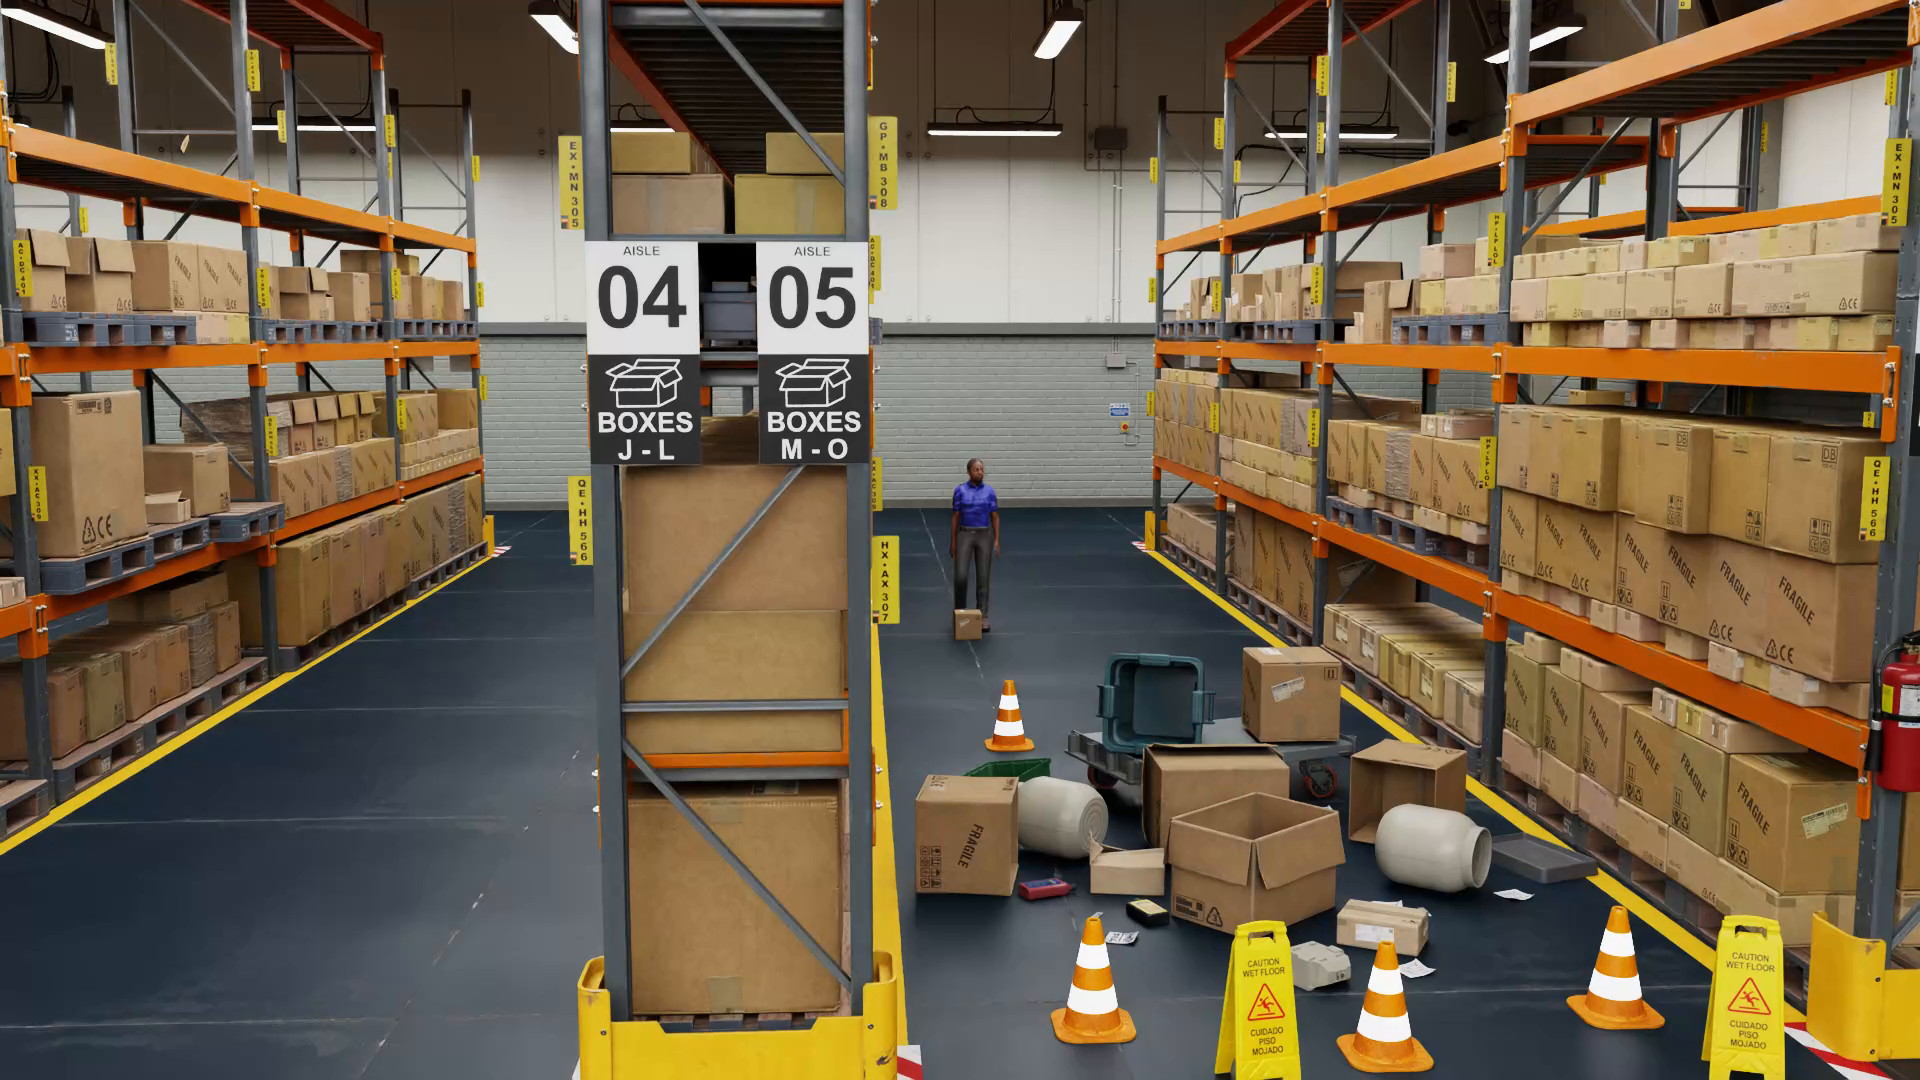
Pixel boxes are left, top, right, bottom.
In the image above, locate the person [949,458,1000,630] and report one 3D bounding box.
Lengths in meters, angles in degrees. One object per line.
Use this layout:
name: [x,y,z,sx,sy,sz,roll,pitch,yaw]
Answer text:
person: [0.152,0.054,16.311,0.496,1.708,0.437,-1,7,-8]
